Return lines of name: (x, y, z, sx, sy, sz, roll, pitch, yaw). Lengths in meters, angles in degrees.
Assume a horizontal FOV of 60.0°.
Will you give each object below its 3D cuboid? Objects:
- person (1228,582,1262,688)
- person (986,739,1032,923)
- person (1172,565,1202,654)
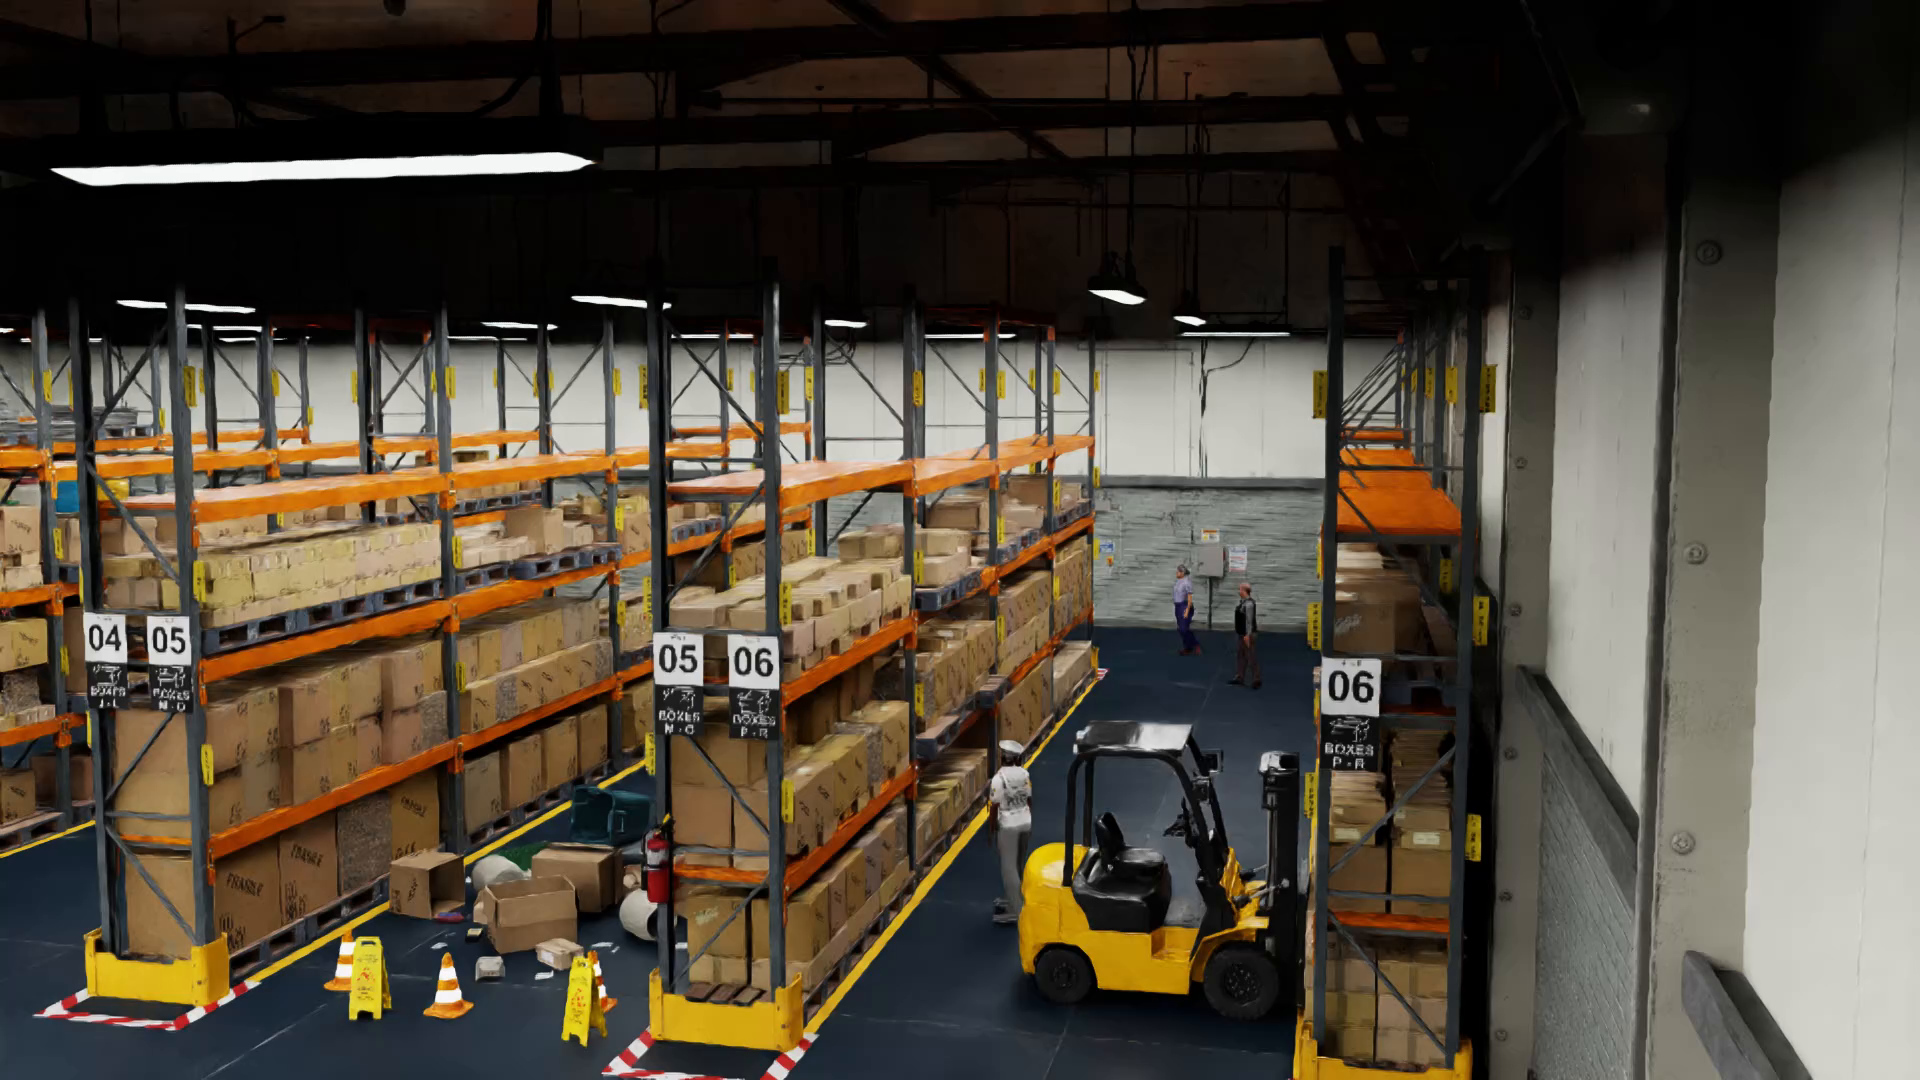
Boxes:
person: (4.701, 1.547, 27.305, 0.519, 1.722, 0.629, 0, 6, 1)
person: (0.461, 2.731, 15.774, 0.574, 1.665, 0.551, -6, 8, -44)
person: (4.150, 1.273, 30.366, 0.454, 1.641, 0.648, -2, 6, -19)
